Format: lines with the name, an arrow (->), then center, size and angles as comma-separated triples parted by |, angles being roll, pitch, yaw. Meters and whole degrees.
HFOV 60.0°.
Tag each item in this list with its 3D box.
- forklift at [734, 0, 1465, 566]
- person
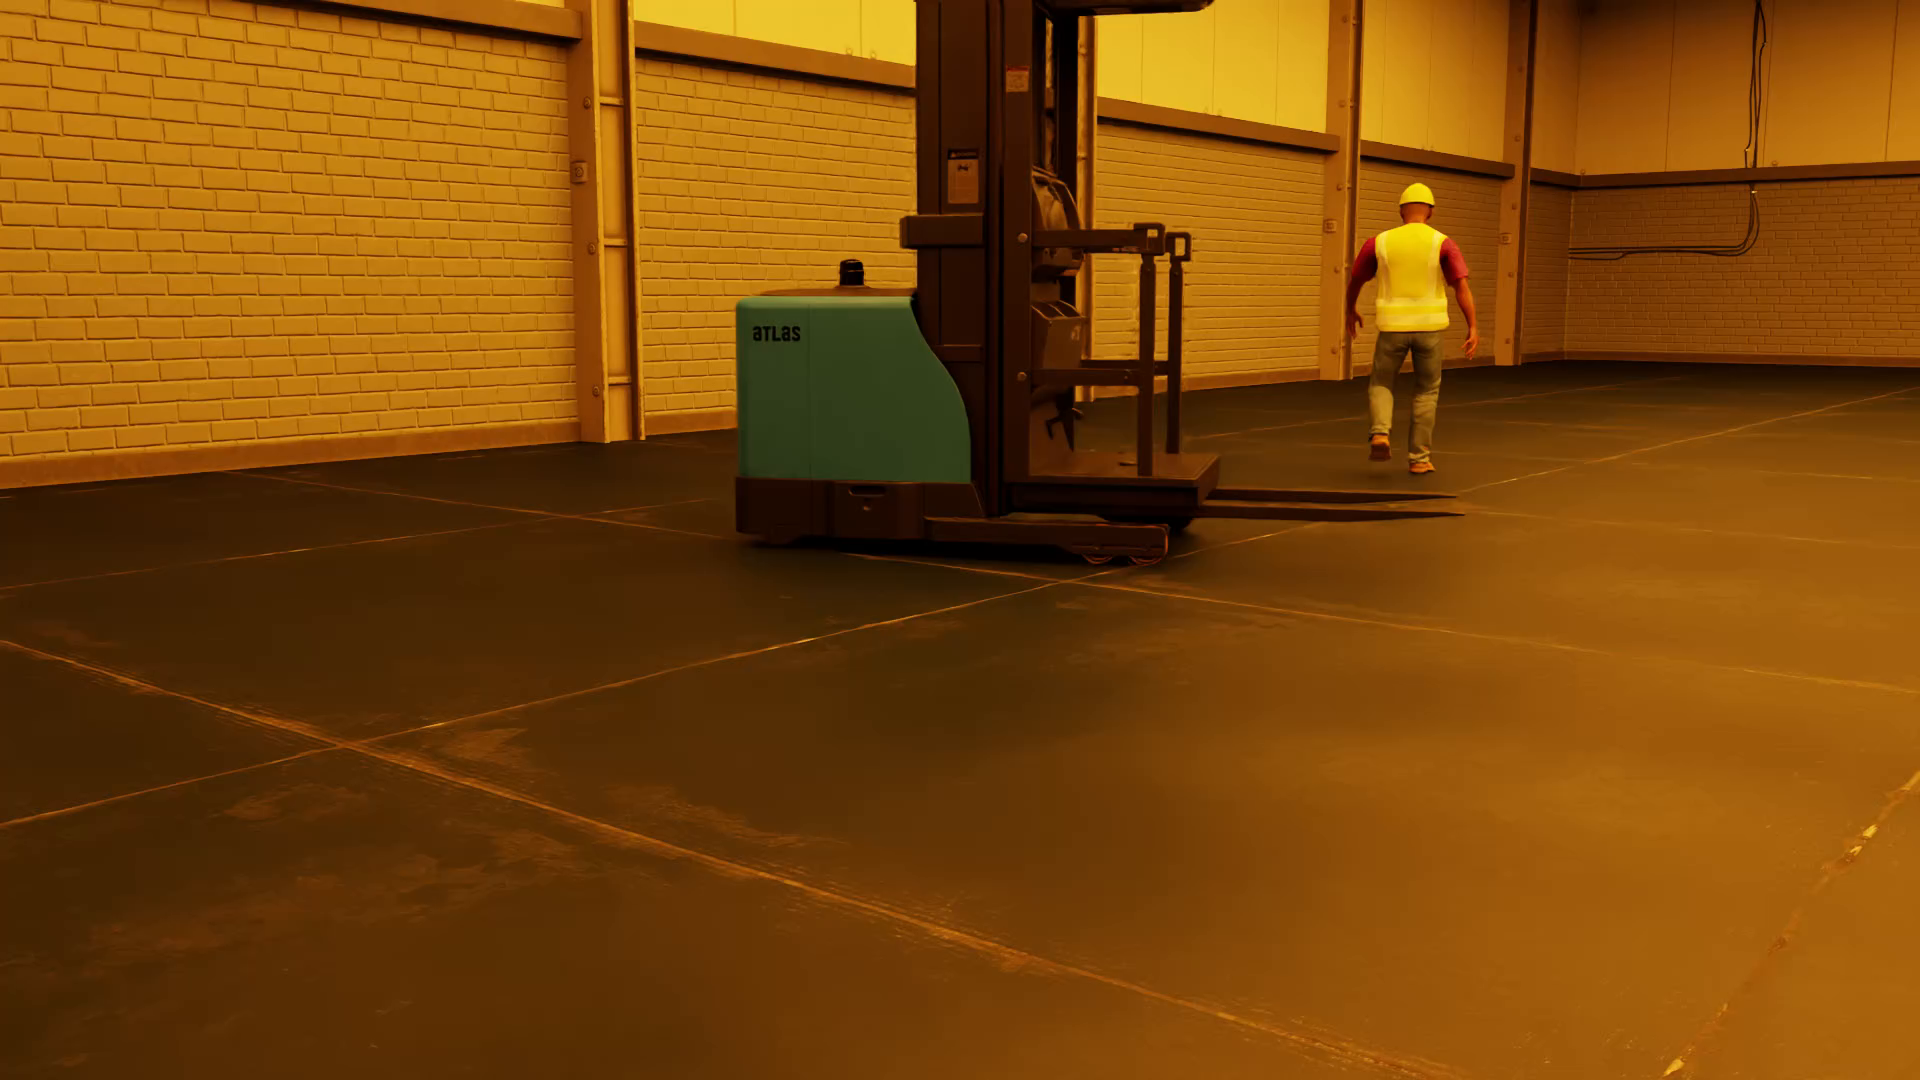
forklift -> 0.603, -1.431, 7.062 | 3.031, 2.935, 1.130 | 2, 9, 14
person -> 2.730, -1.276, 10.096 | 0.829, 1.747, 0.583 | 3, 9, 20
